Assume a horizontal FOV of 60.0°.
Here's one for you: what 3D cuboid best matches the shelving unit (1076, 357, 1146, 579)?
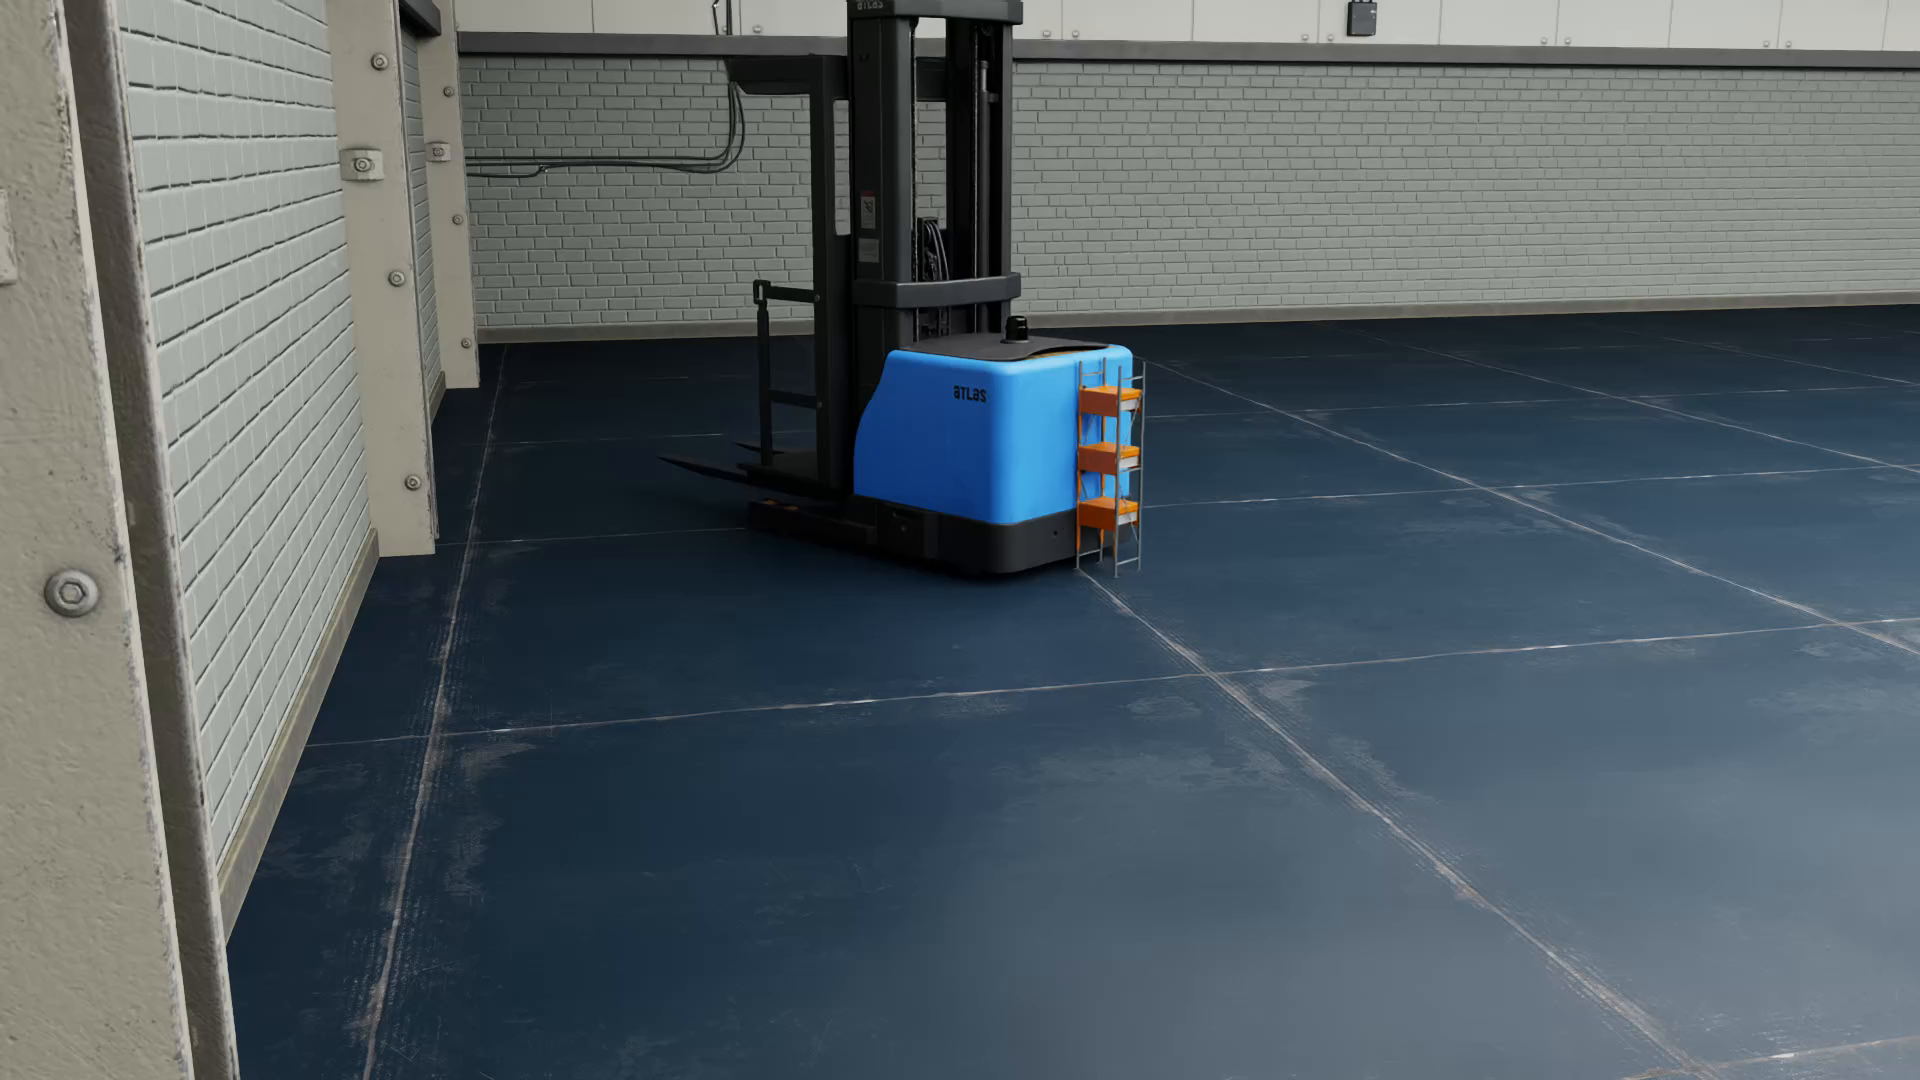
[{"bbox_3d":[0.737,-0.356,8.172,0.252,1.050,0.215,13,19,42],"label":"shelving unit"}]

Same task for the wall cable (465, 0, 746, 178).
[{"bbox_3d":[-3.741,-4.966,16.834,3.097,2.526,0.112,-3,14,-13],"label":"wall cable"}]

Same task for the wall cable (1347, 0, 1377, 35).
[{"bbox_3d":[5.491,-8.652,18.213,2.305,6.003,0.169,-3,14,-13],"label":"wall cable"}]

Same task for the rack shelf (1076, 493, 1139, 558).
[{"bbox_3d":[0.737,-0.076,8.240,0.240,0.259,0.215,13,19,42],"label":"rack shelf"}]

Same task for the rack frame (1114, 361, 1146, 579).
[{"bbox_3d":[0.825,-0.336,8.089,0.008,1.050,0.200,13,19,42],"label":"rack frame"}]

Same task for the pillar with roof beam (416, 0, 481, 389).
[{"bbox_3d":[-0.150,-5.961,14.365,9.100,9.000,0.400,-3,14,-13],"label":"pillar with roof beam"}]

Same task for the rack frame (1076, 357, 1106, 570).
[{"bbox_3d":[0.650,-0.376,8.254,0.008,1.050,0.200,13,19,42],"label":"rack frame"}]

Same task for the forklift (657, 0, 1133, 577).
[{"bbox_3d":[-0.519,-1.523,8.985,3.031,2.935,1.130,13,19,42],"label":"forklift"}]

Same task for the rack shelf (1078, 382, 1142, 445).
[{"bbox_3d":[0.737,-0.621,8.107,0.240,0.259,0.215,13,19,42],"label":"rack shelf"}]

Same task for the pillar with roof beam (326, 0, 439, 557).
[{"bbox_3d":[1.260,-4.577,8.699,9.100,9.000,0.400,-3,14,-13],"label":"pillar with roof beam"}]

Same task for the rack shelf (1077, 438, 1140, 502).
[{"bbox_3d":[0.737,-0.346,8.174,0.240,0.259,0.215,13,19,42],"label":"rack shelf"}]
